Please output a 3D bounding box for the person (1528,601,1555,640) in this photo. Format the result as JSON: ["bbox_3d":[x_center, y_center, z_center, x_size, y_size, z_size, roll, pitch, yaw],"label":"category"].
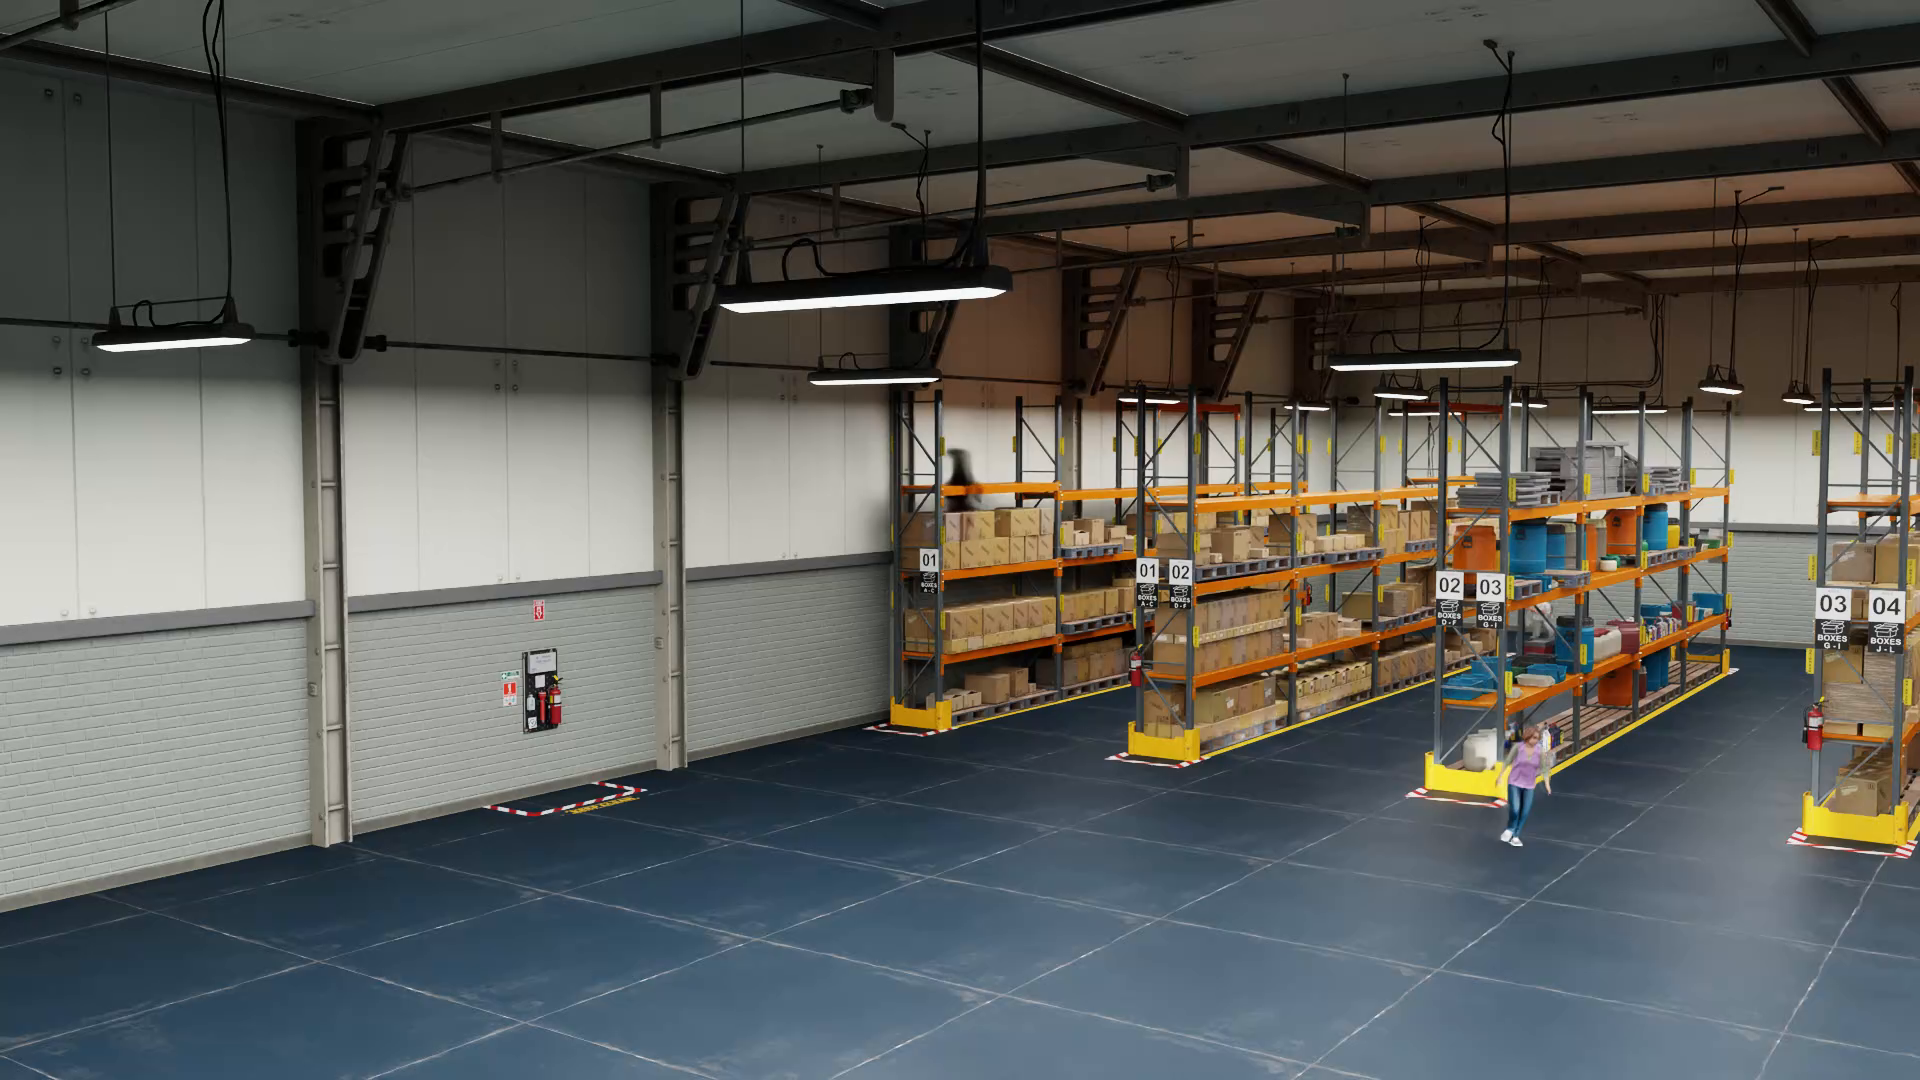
[{"bbox_3d":[13.802,1.909,39.497,0.672,1.816,0.879,-1,3,-9],"label":"person"}]

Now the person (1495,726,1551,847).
[{"bbox_3d":[7.009,3.067,20.656,0.540,1.547,0.607,0,3,-4],"label":"person"}]
